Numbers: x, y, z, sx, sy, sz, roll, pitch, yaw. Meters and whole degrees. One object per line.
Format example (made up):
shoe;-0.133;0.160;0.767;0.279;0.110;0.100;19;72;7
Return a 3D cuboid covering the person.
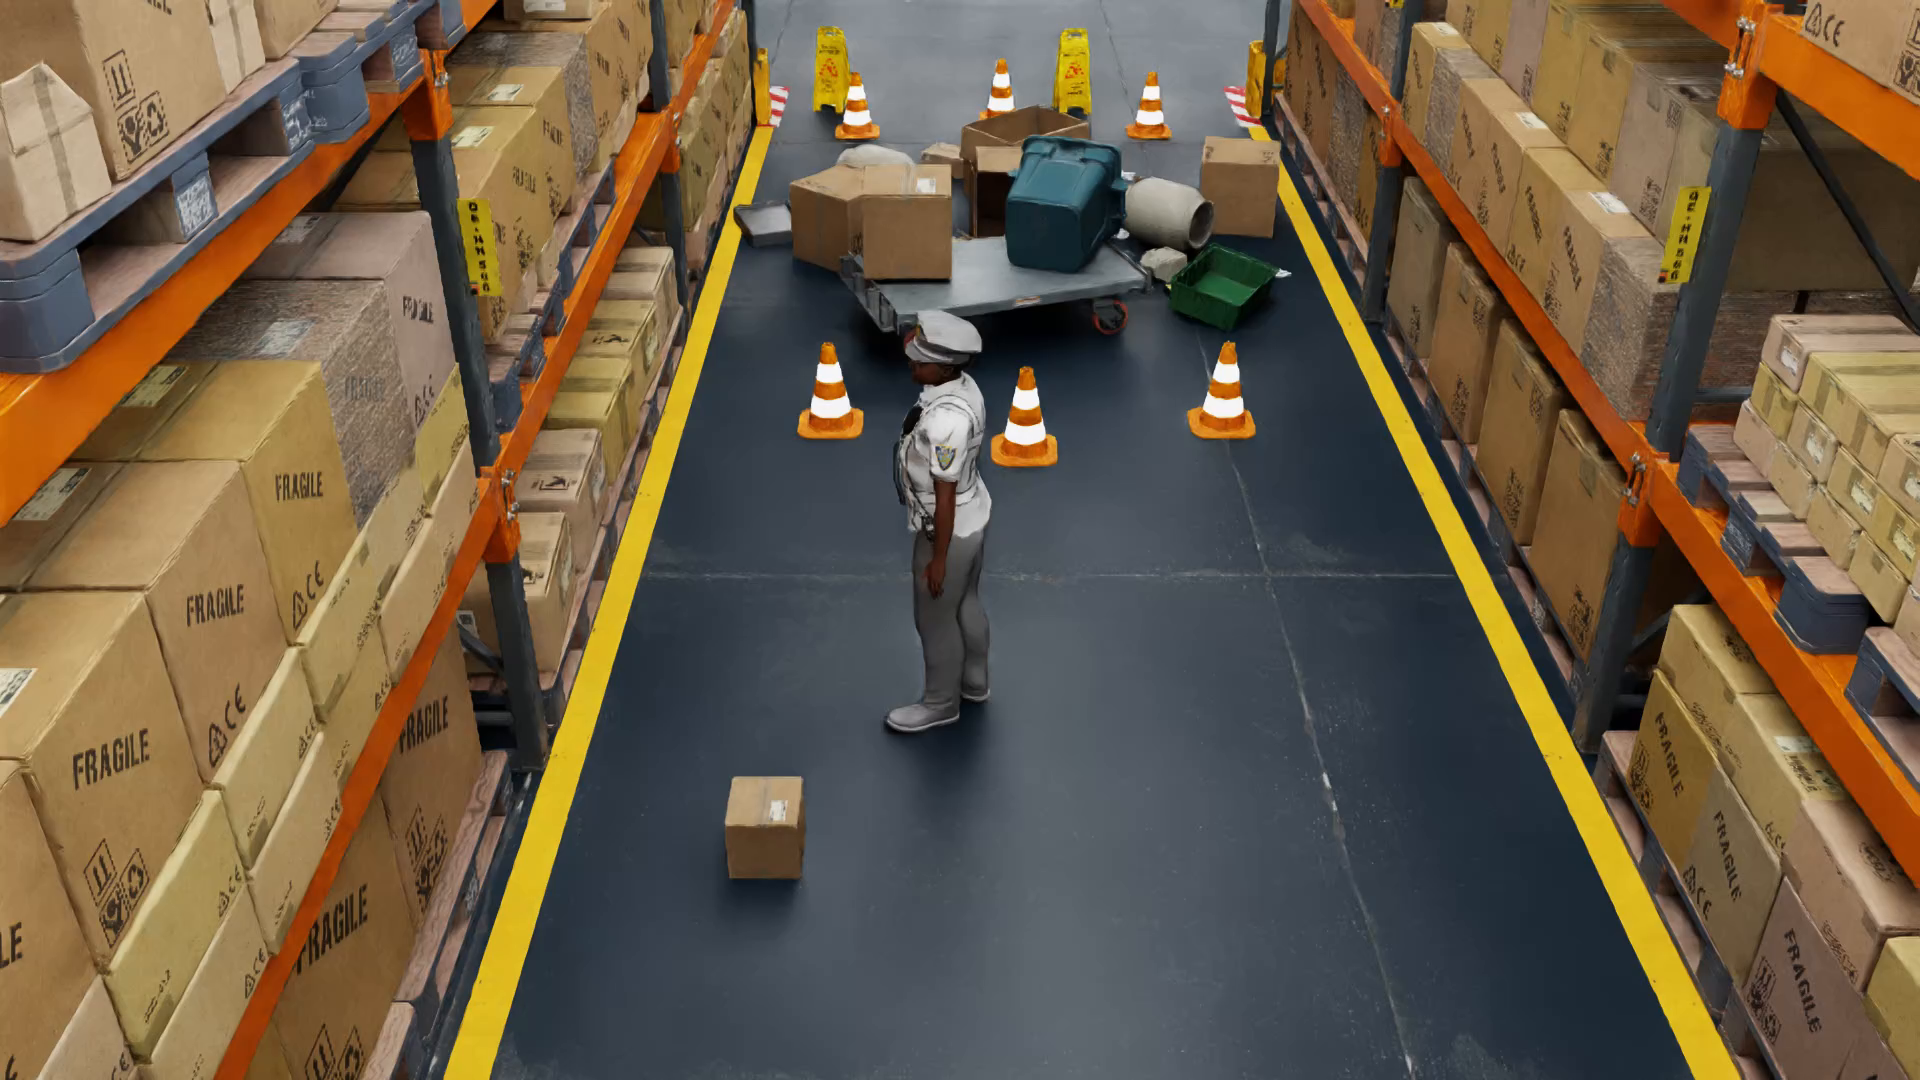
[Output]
person;-0.077;-0.061;6.180;0.384;1.684;0.556;3;32;5
